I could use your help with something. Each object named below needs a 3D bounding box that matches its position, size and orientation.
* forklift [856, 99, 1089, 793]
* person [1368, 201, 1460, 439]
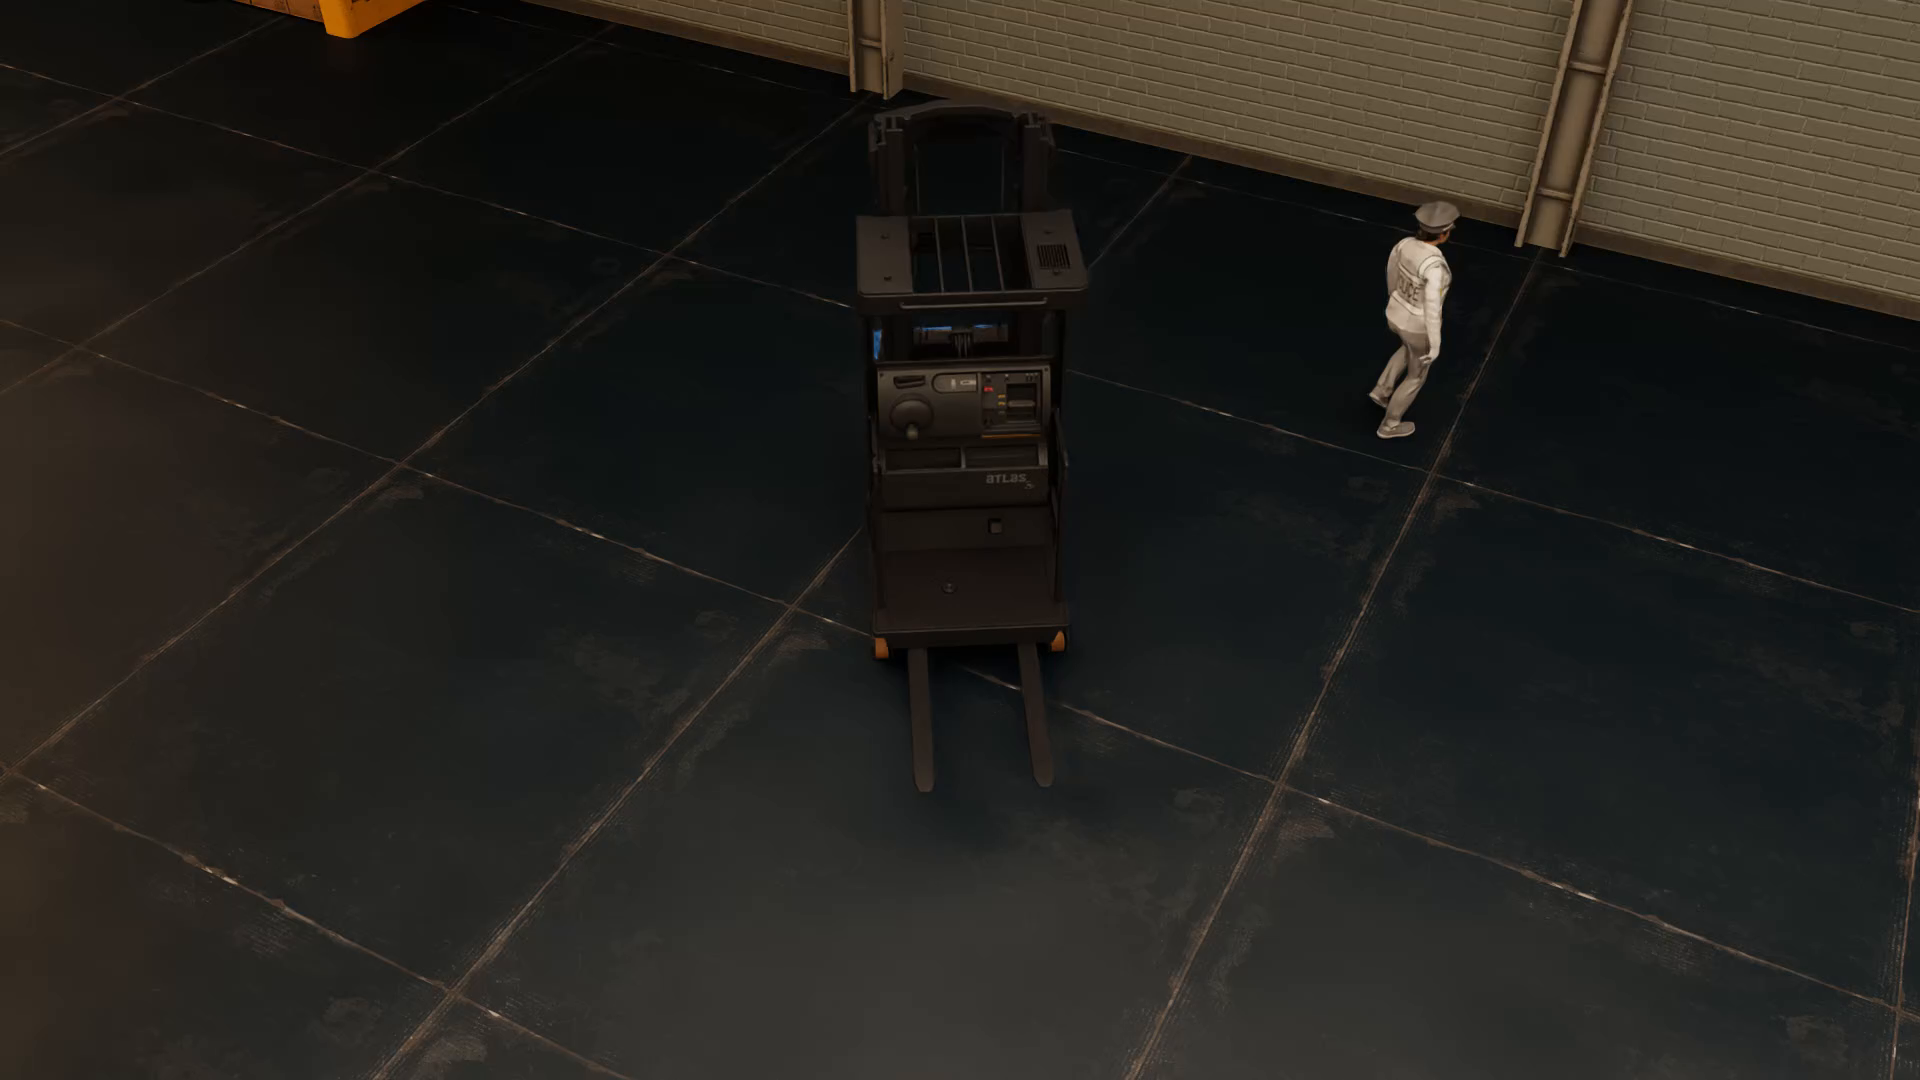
[{"bbox_3d":[0.039,-0.664,8.775,1.130,2.935,3.031,-2,40,-3],"label":"forklift"},{"bbox_3d":[2.945,-1.404,10.650,0.440,1.653,0.611,-15,42,-17],"label":"person"}]
